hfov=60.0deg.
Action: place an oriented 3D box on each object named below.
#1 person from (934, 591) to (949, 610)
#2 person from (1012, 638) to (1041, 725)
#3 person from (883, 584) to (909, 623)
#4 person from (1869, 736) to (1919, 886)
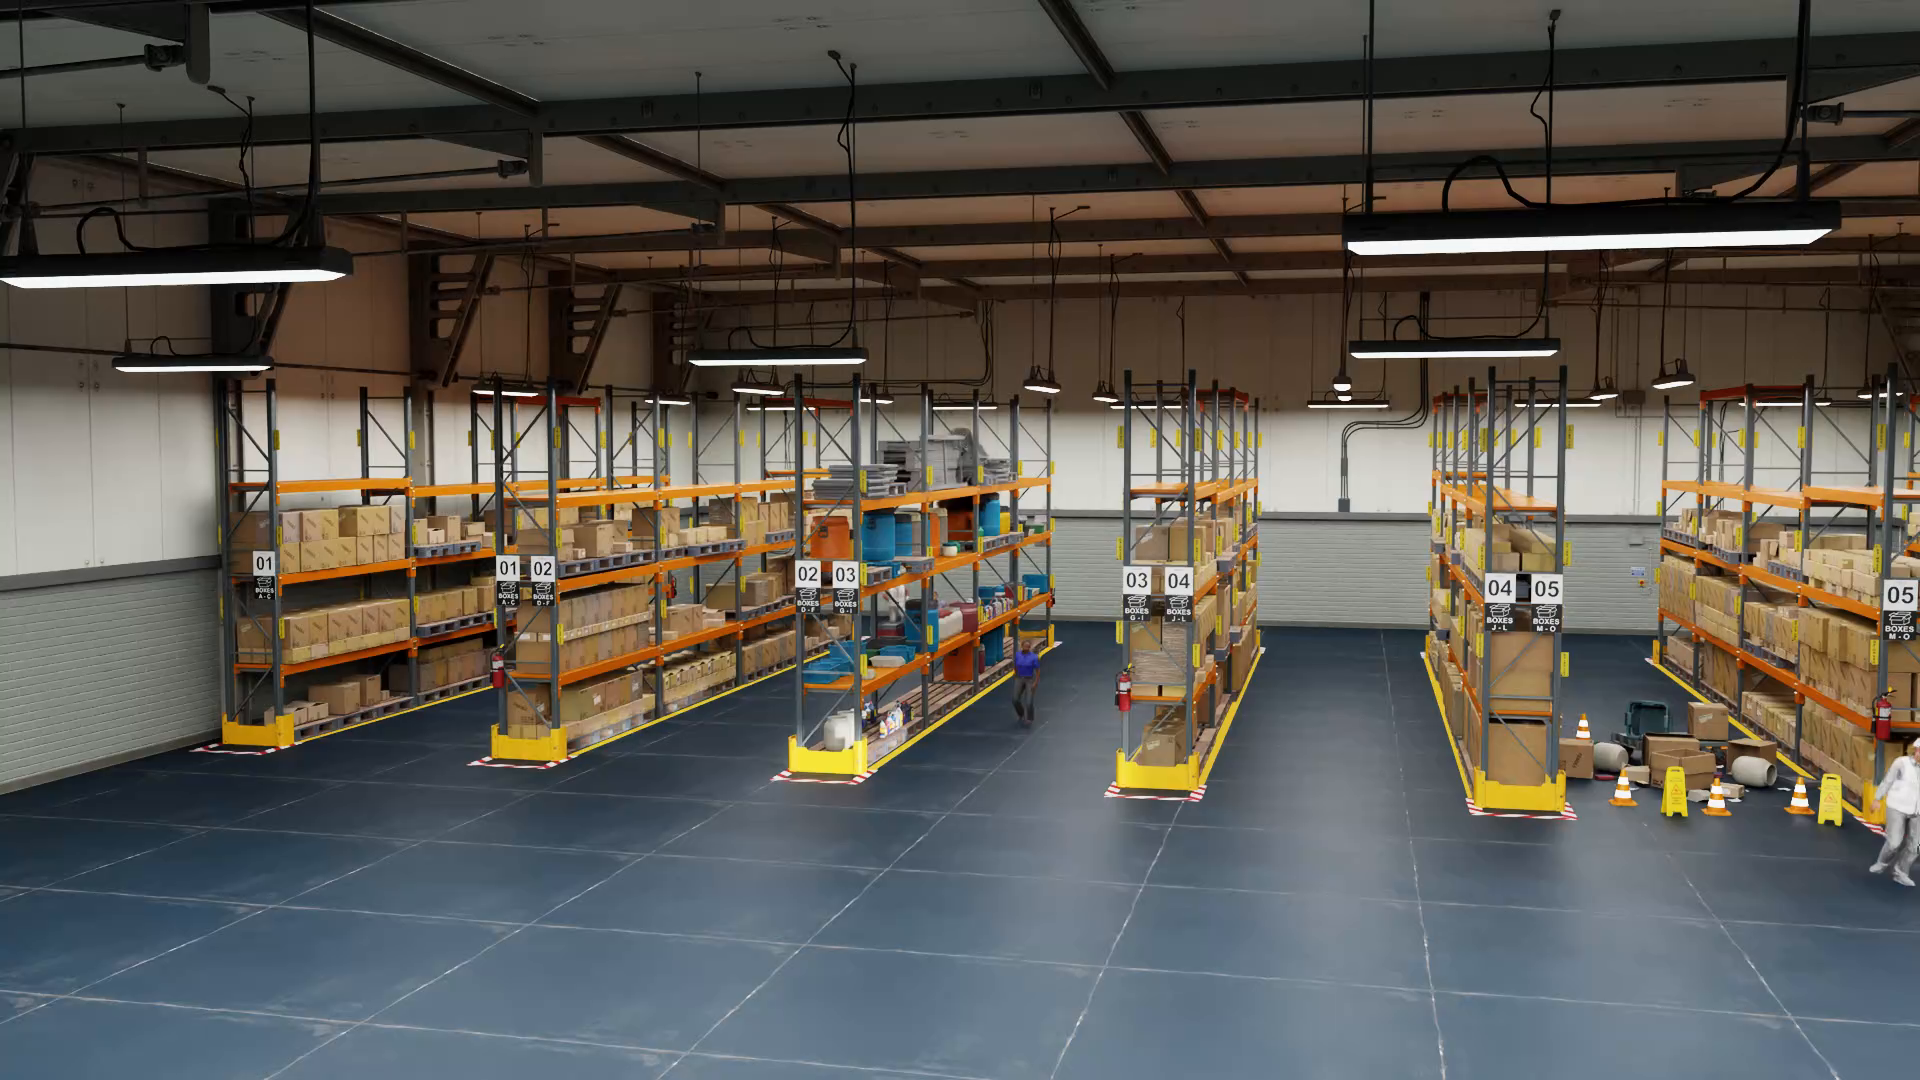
[{"bbox_3d":[-0.543,1.942,38.410,0.606,1.515,0.826,0,3,7],"label":"person"},{"bbox_3d":[1.156,2.474,28.935,0.551,1.552,0.645,1,4,16],"label":"person"},{"bbox_3d":[-1.570,1.663,41.006,0.683,1.817,0.765,-1,4,-13],"label":"person"},{"bbox_3d":[10.631,3.020,18.639,0.676,1.728,0.629,0,3,1],"label":"person"}]
